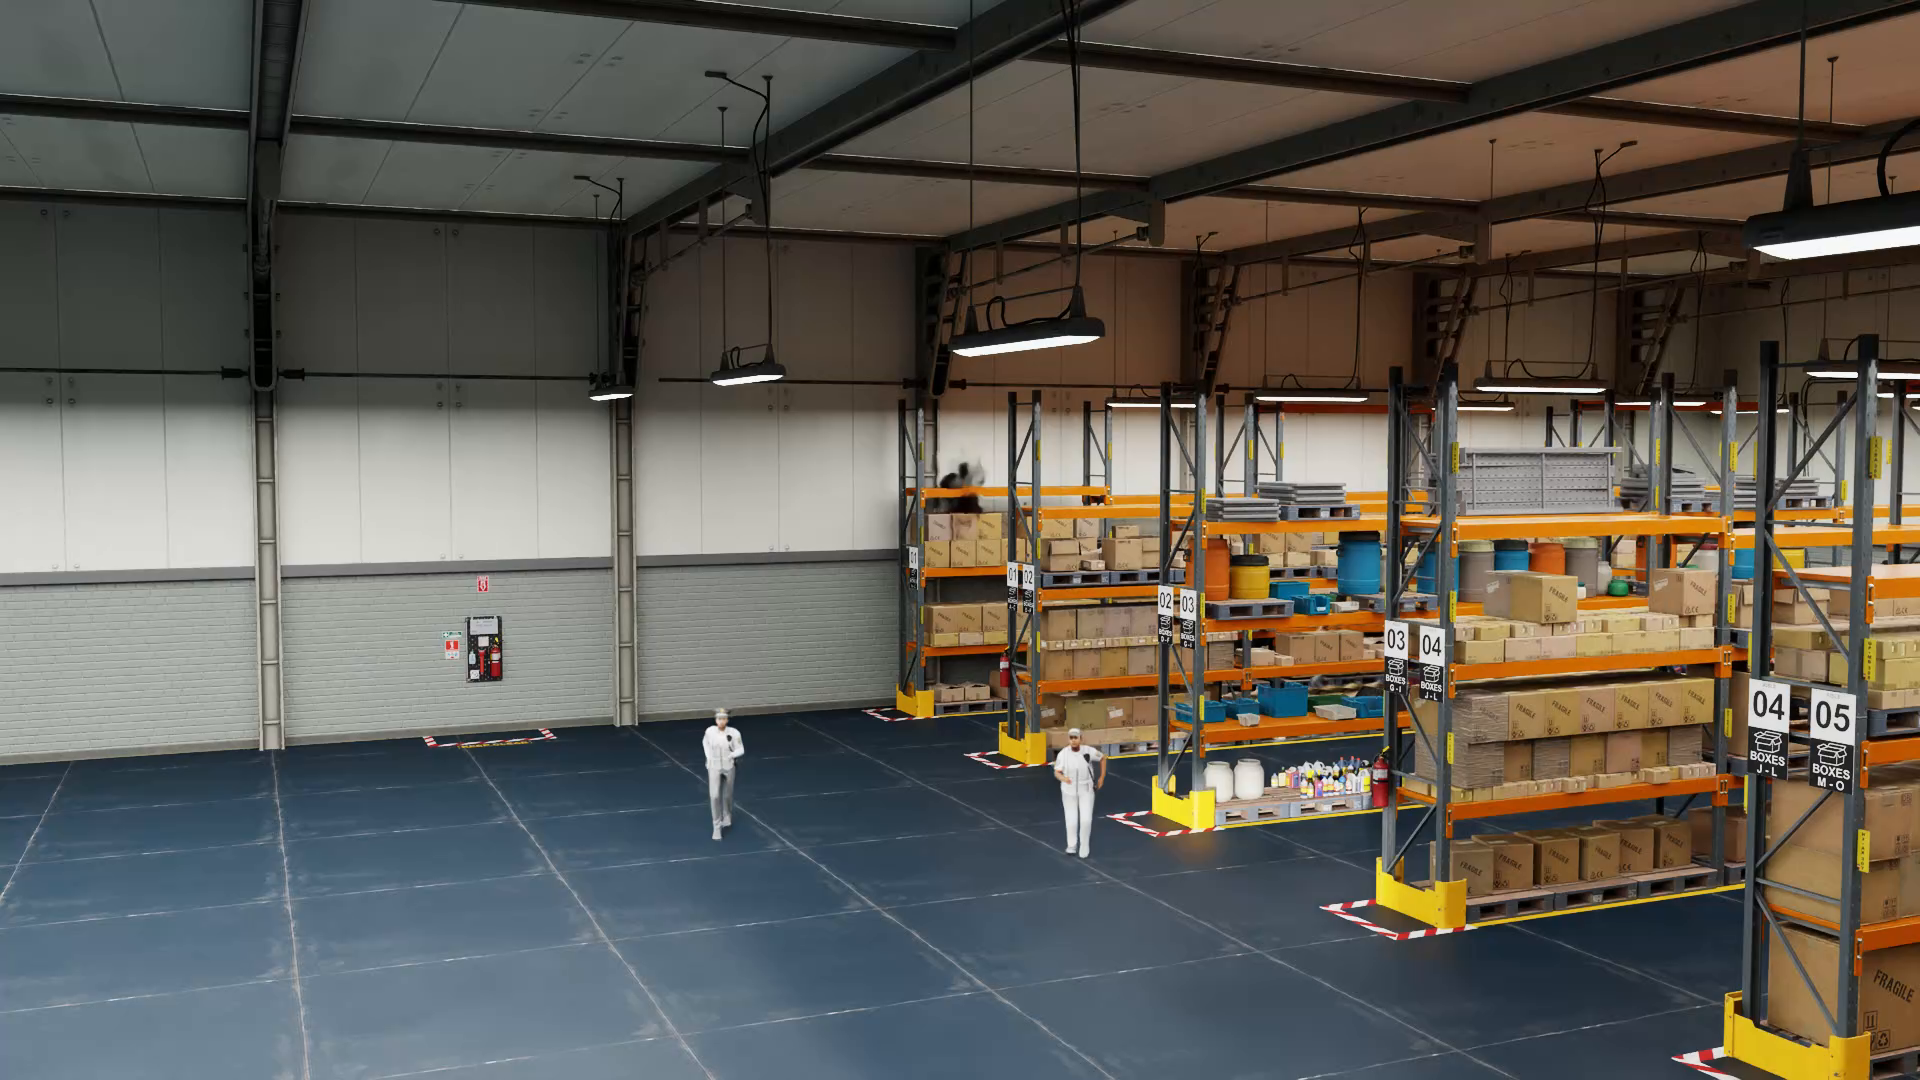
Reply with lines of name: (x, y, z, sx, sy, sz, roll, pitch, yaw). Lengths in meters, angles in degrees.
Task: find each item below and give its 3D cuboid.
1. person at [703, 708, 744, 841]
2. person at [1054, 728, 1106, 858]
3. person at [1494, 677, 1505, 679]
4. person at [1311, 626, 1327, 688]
person: (-3.119, 3.045, 21.939, 0.541, 1.729, 0.862, 0, 3, -8)
person: (1.478, 3.124, 20.572, 0.617, 1.619, 0.811, 1, 3, 11)
person: (8.689, 2.761, 26.890, 0.830, 1.632, 0.581, -2, 4, -30)
person: (6.971, 2.445, 32.285, 0.628, 1.667, 0.547, -2, 4, -31)
